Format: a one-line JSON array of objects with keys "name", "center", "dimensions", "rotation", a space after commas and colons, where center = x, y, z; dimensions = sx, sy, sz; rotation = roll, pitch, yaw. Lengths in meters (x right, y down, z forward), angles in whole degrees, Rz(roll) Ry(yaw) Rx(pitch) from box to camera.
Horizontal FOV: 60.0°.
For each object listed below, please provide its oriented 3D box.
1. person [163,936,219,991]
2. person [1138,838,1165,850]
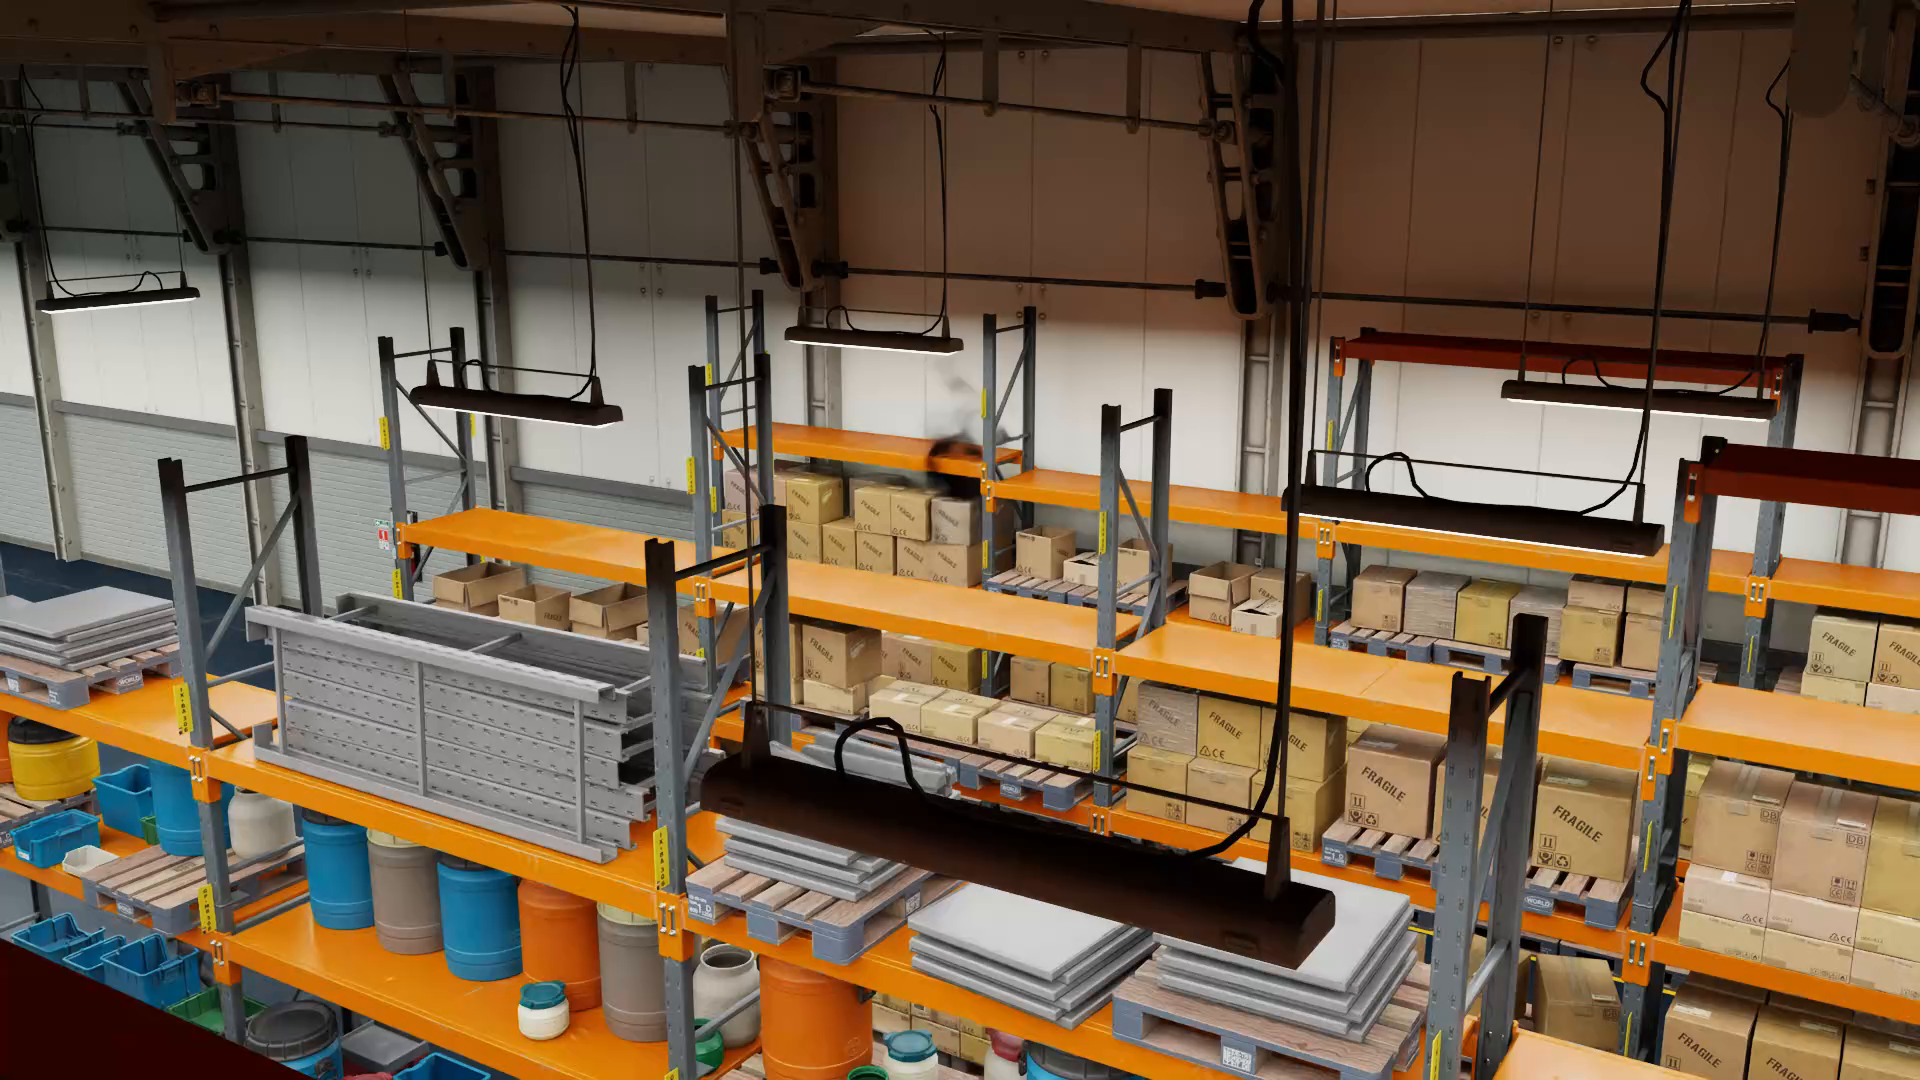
[{"name": "person", "center": [-6.975, 3.672, 15.070], "dimensions": [0.491, 1.610, 0.606], "rotation": [1, 14, 6]}, {"name": "person", "center": [1.718, 3.501, 15.599], "dimensions": [0.693, 1.761, 0.654], "rotation": [9, 16, 32]}]
